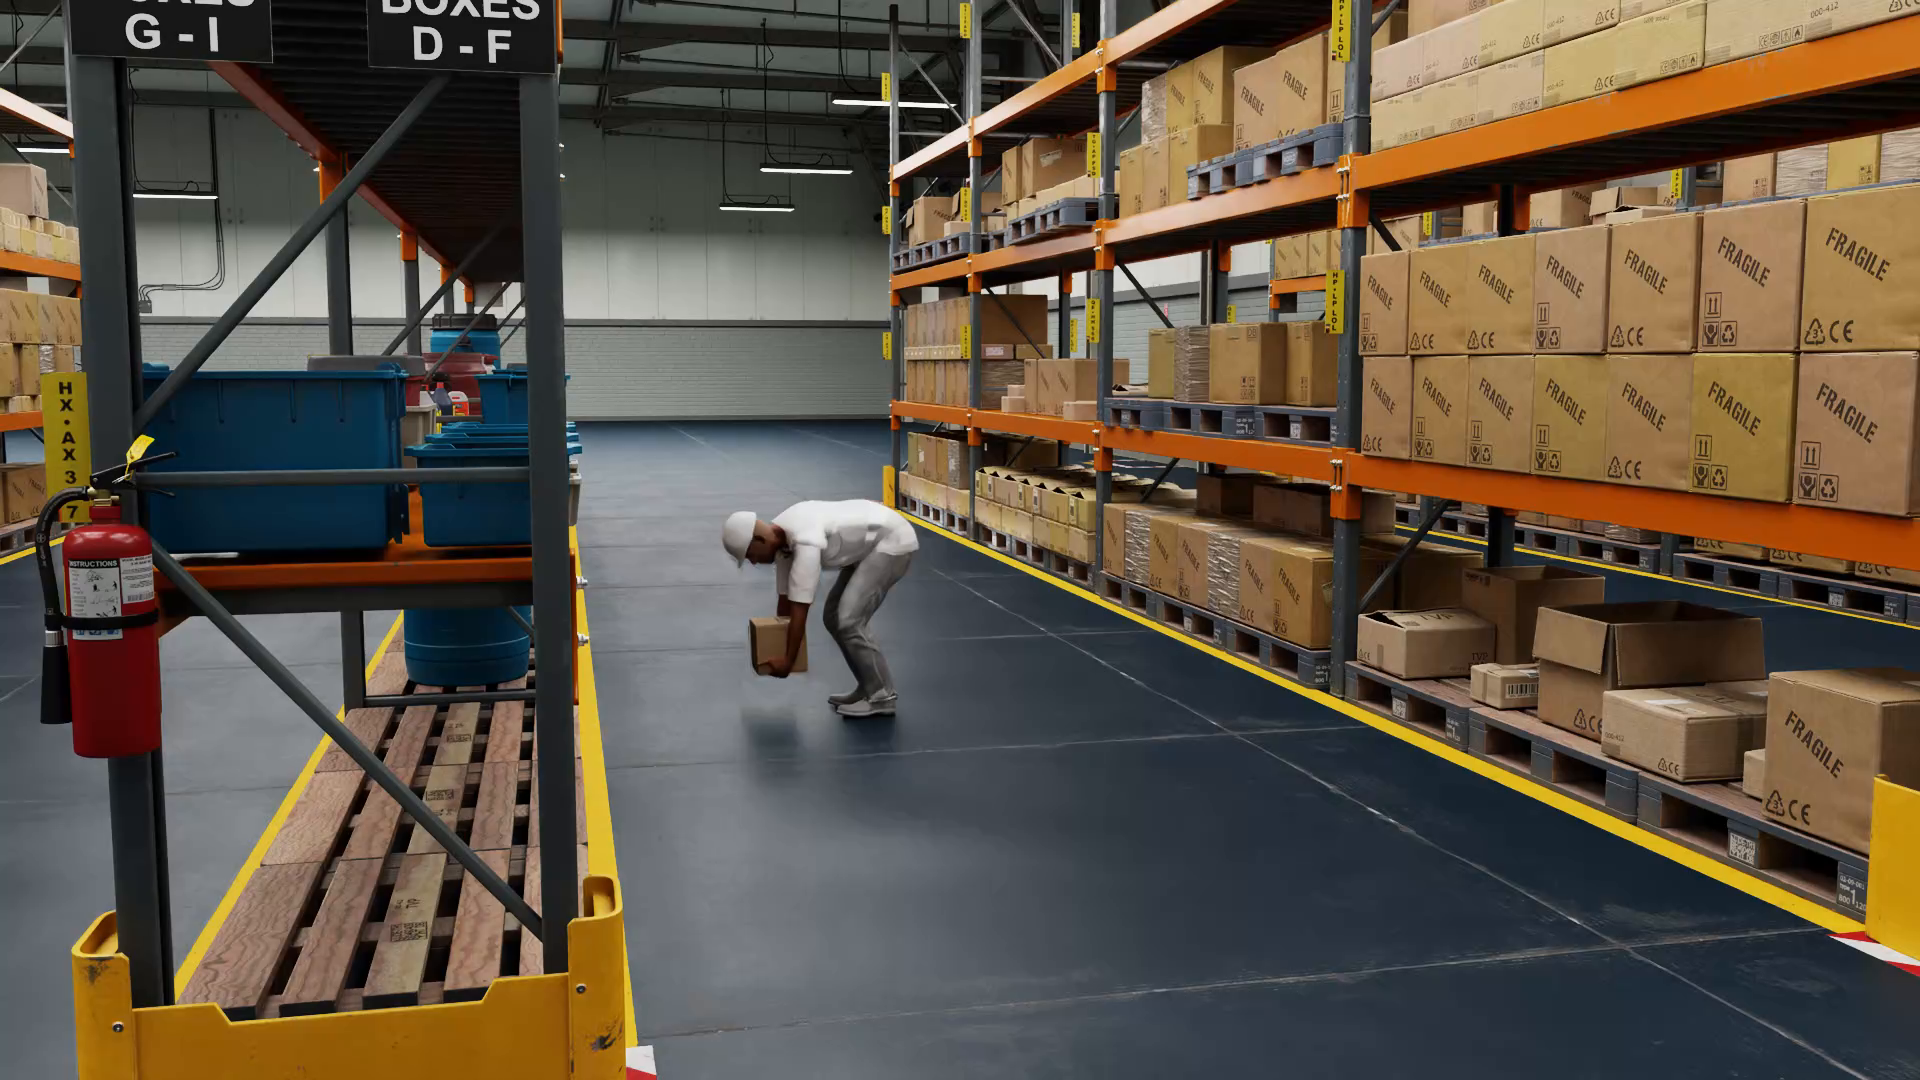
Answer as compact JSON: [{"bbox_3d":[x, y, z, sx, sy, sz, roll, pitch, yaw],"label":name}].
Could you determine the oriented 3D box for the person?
[{"bbox_3d":[-0.700,0.342,8.371,0.982,1.076,0.482,-2,6,-16],"label":"person"}]
